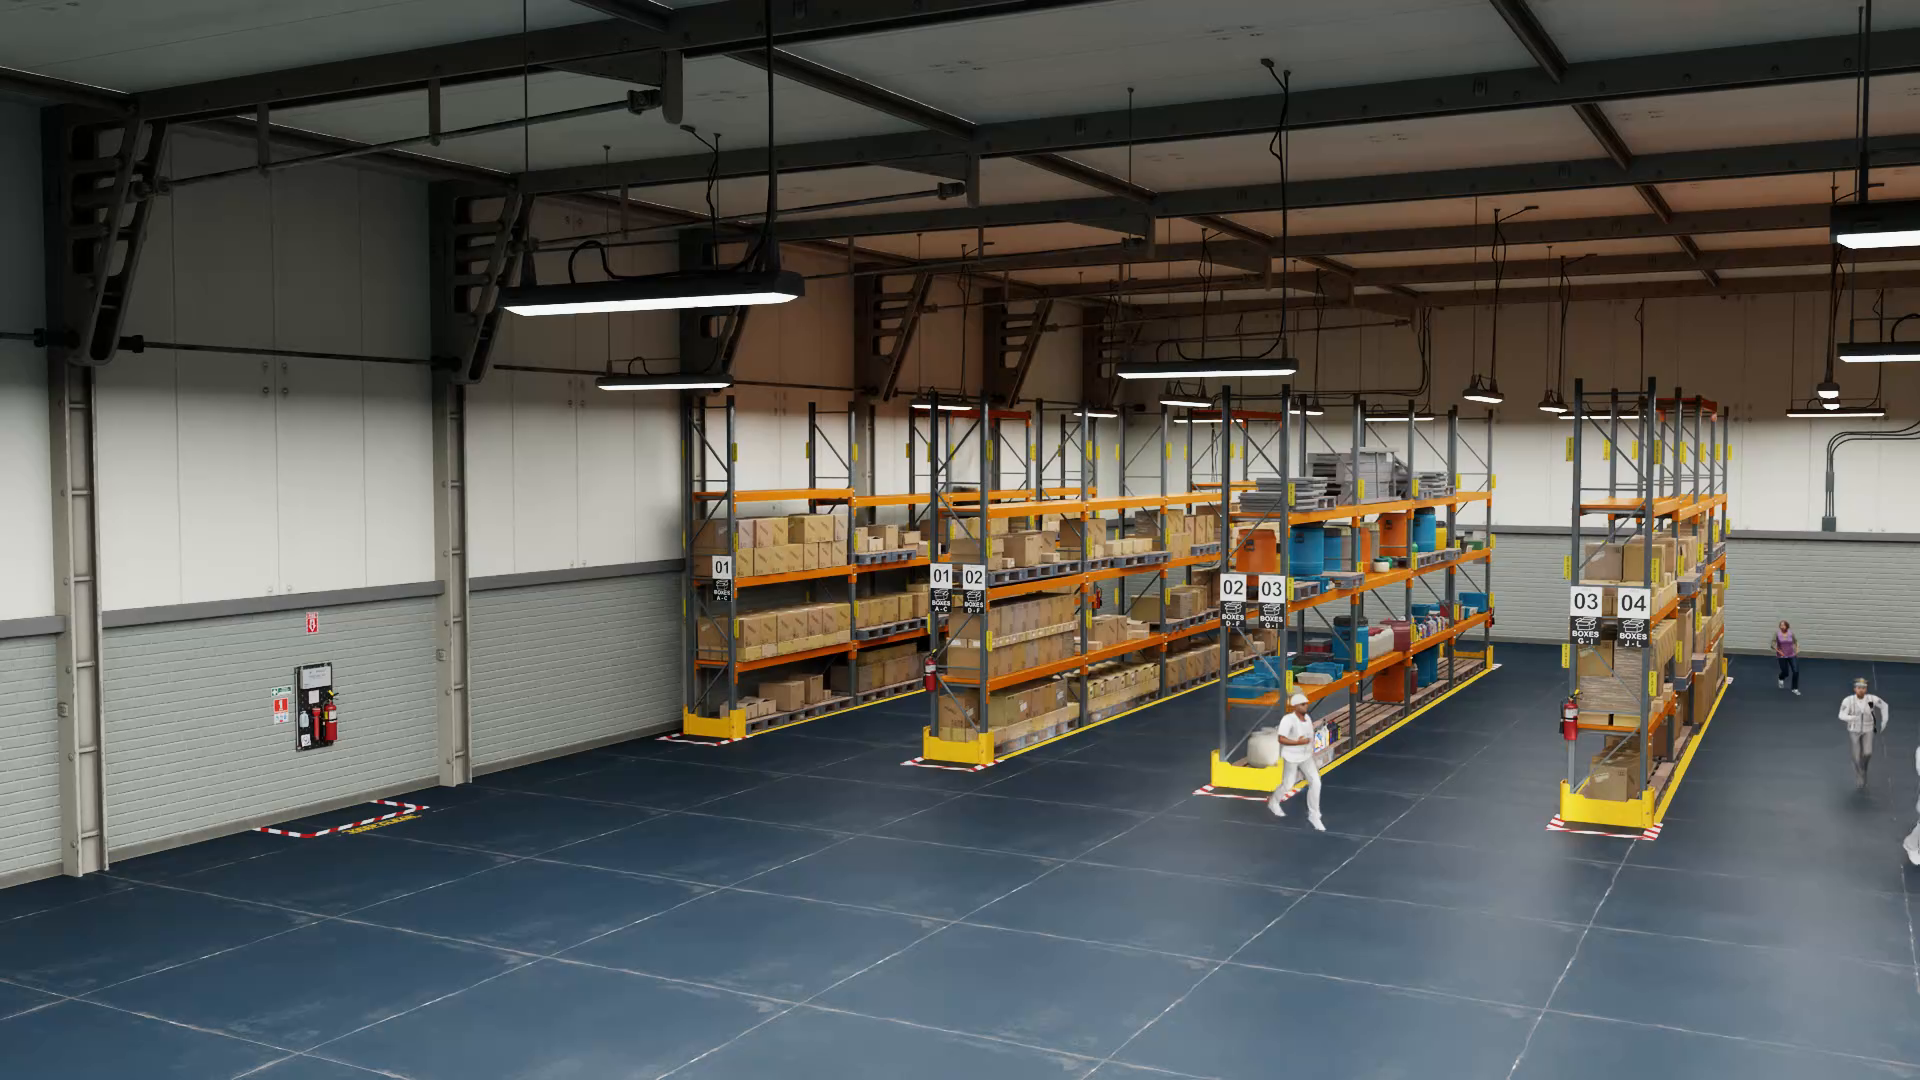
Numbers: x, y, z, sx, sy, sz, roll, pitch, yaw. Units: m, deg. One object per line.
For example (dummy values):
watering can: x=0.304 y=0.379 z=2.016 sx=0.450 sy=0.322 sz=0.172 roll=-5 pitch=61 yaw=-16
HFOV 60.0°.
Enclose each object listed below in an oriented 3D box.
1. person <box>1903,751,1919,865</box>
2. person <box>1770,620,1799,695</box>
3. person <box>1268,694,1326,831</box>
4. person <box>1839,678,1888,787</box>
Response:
person: x=11.645 y=3.056 z=19.720 sx=0.704 sy=1.805 sz=1.023 roll=0 pitch=3 yaw=-8
person: x=17.193 y=2.433 z=34.650 sx=0.548 sy=1.534 sz=0.527 roll=1 pitch=3 yaw=11
person: x=4.467 y=2.962 z=22.300 sx=0.663 sy=1.822 sz=0.943 roll=-2 pitch=3 yaw=-30
person: x=13.395 y=2.856 z=24.667 sx=0.645 sy=1.639 sz=0.757 roll=2 pitch=3 yaw=28
